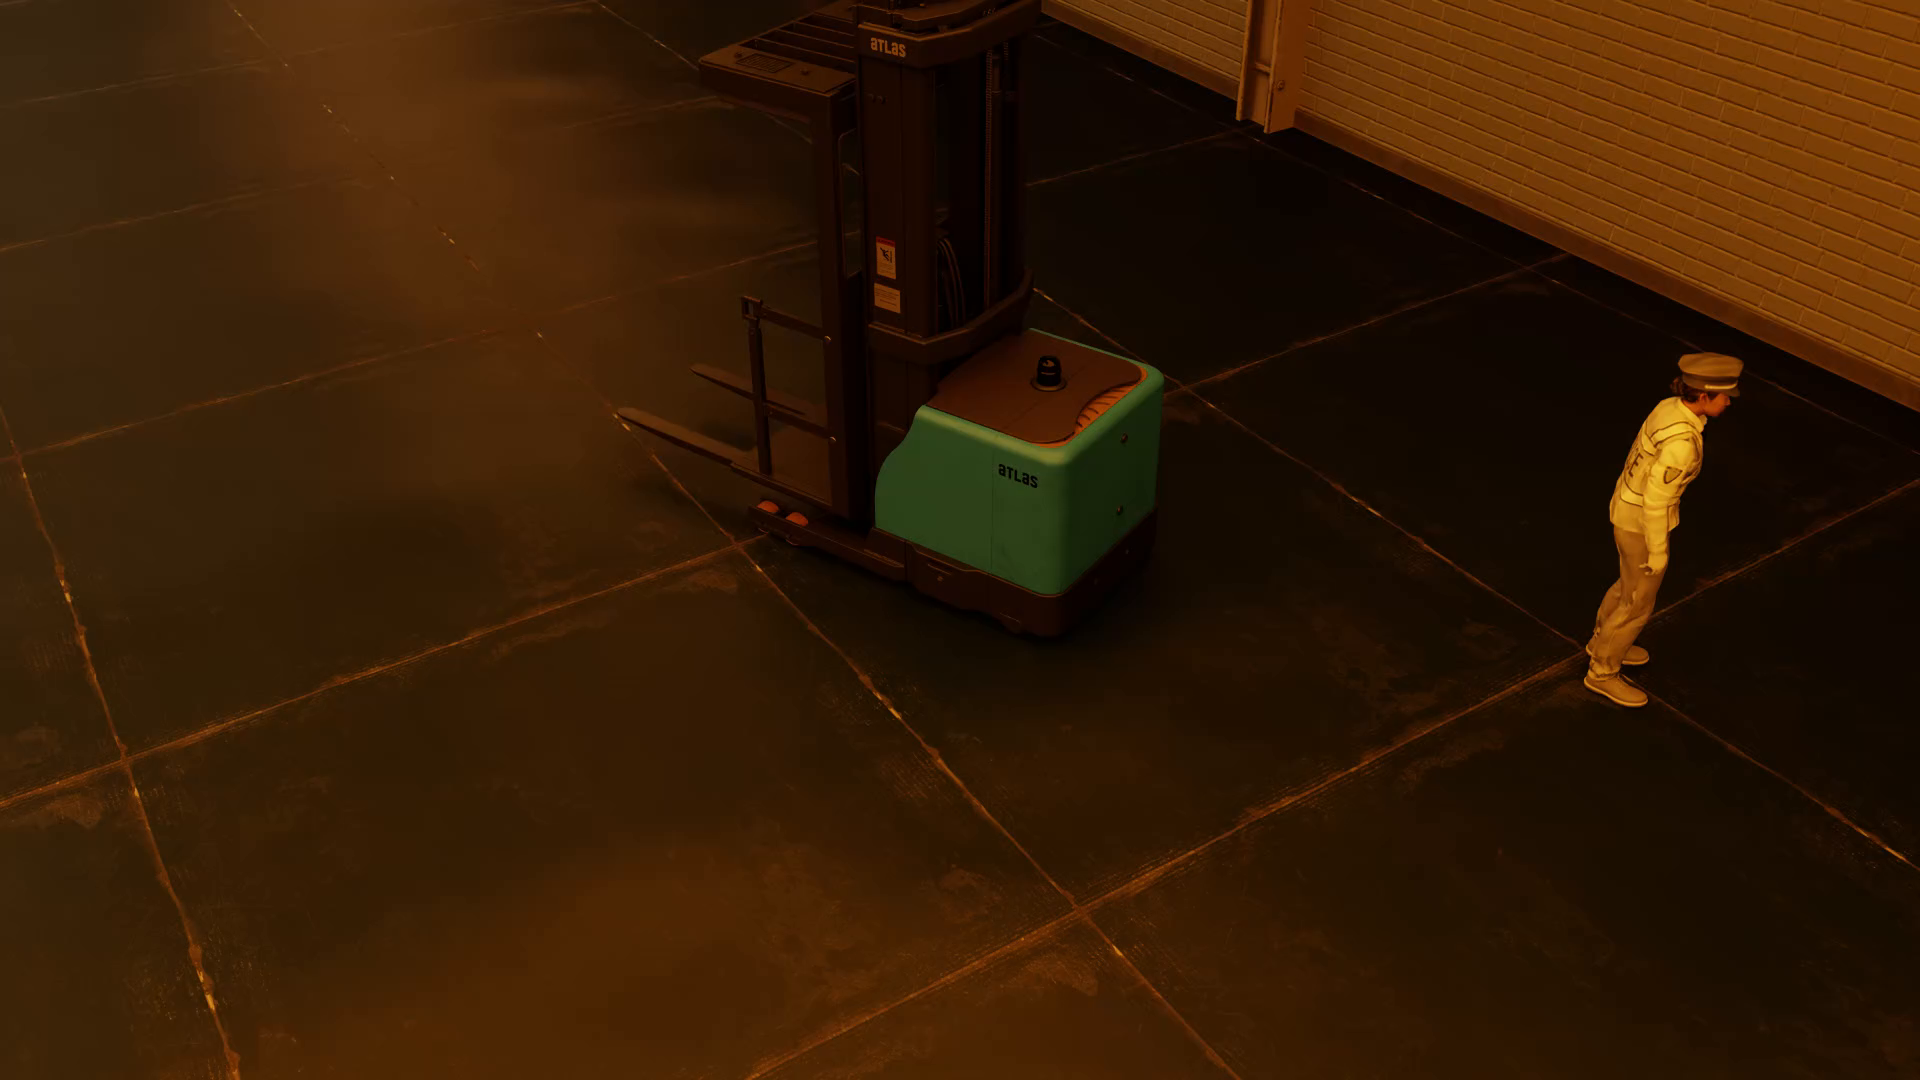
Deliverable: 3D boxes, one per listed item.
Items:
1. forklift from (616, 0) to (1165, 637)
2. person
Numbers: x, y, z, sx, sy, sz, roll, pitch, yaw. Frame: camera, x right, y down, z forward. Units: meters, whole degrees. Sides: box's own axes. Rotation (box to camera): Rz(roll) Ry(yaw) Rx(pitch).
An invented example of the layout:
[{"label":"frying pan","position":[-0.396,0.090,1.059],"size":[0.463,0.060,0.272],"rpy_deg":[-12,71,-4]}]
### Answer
[{"label":"forklift","position":[-0.500,-1.399,8.138],"size":[3.031,2.935,1.130],"rpy_deg":[22,41,28]},{"label":"person","position":[3.060,-0.069,7.350],"size":[0.375,1.663,0.529],"rpy_deg":[12,37,17]}]
